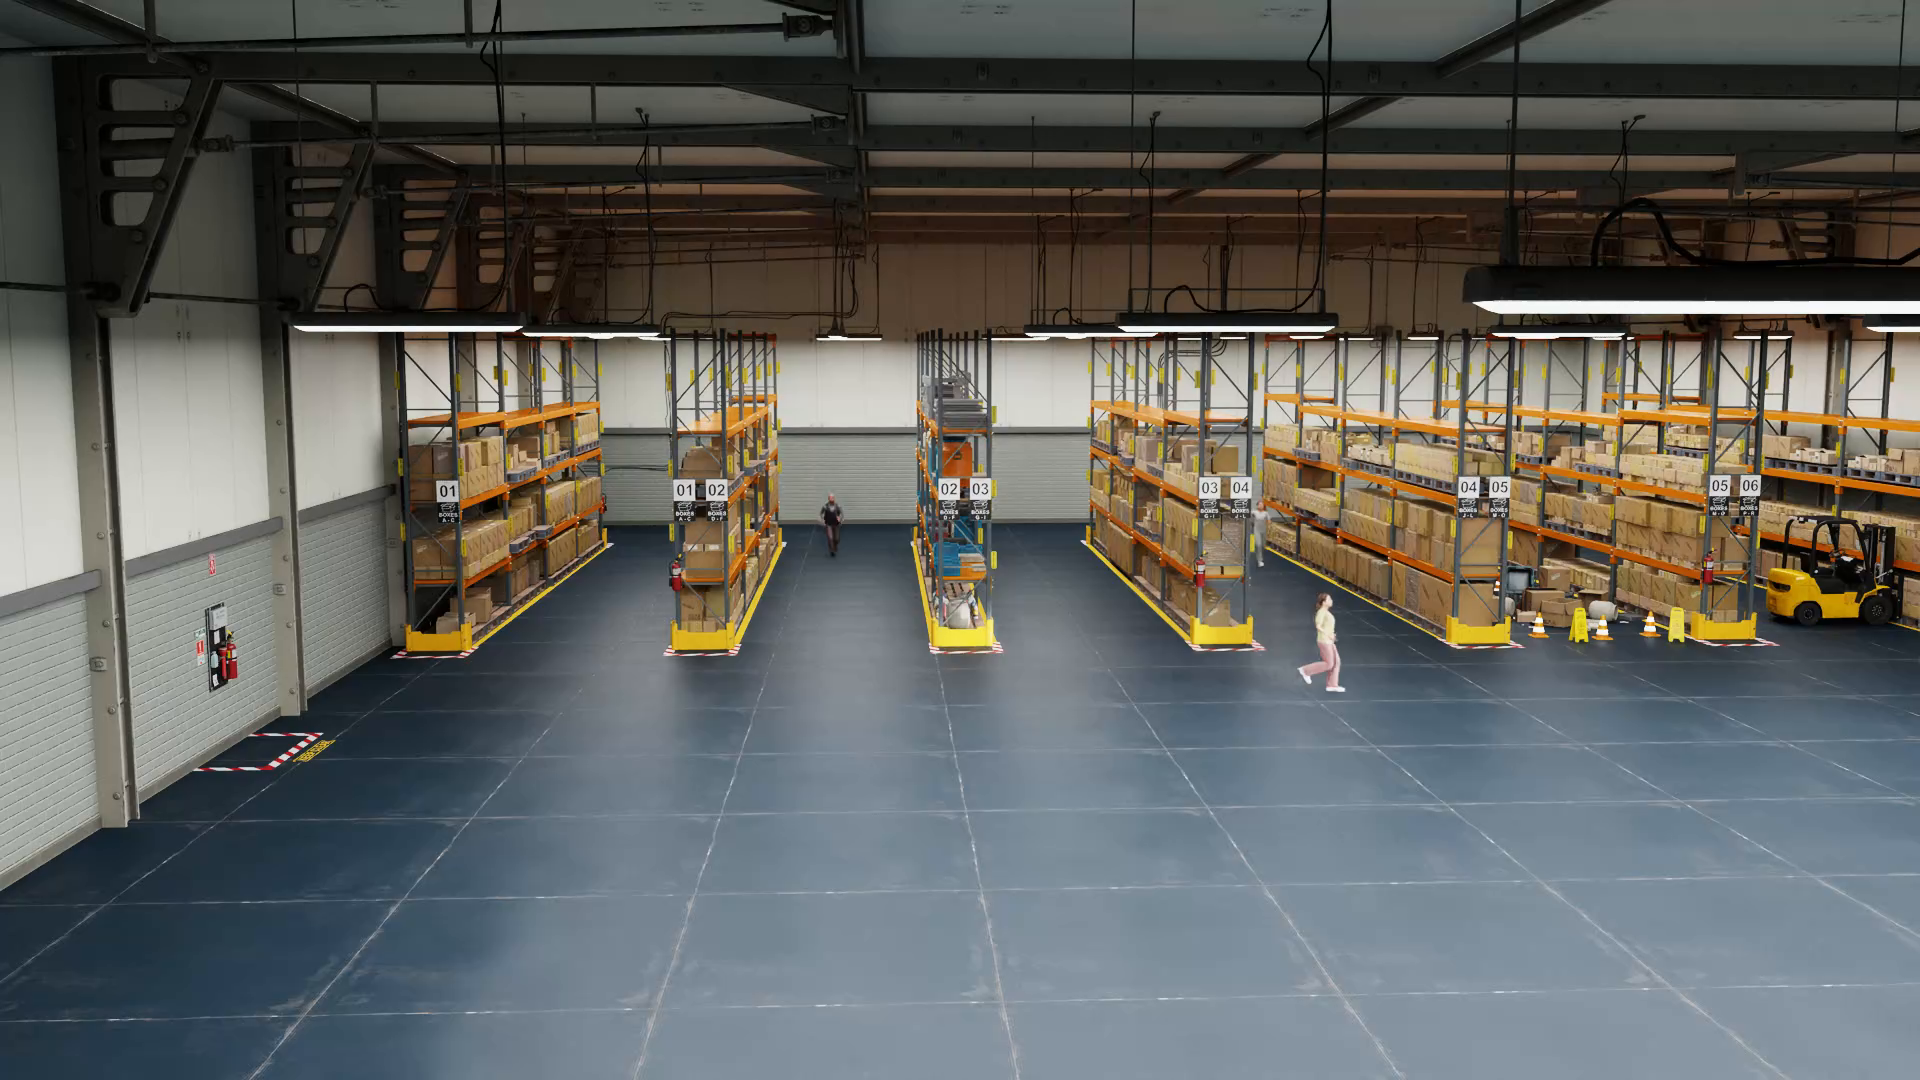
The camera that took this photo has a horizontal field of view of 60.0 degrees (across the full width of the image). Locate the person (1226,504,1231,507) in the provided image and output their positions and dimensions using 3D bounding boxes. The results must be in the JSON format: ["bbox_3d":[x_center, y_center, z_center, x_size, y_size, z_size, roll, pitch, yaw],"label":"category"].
[{"bbox_3d":[7.488,-0.555,46.357,0.563,1.706,0.802,0,7,3],"label":"person"}]

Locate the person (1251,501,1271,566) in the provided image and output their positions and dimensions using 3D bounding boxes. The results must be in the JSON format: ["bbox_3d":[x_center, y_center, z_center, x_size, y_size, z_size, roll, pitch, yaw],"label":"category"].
[{"bbox_3d":[7.761,-0.197,43.024,0.565,1.652,0.970,-1,7,-5],"label":"person"}]

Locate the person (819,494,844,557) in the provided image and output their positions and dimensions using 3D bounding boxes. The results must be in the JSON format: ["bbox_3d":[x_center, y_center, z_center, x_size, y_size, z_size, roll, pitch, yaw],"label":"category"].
[{"bbox_3d":[-3.463,-0.428,44.912,0.652,1.628,0.597,-1,7,-10],"label":"person"}]

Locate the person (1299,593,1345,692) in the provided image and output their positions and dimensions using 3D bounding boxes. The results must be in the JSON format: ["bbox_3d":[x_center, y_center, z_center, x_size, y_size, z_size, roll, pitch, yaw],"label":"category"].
[{"bbox_3d":[5.989,1.681,27.414,0.762,1.633,0.596,2,7,17],"label":"person"}]
